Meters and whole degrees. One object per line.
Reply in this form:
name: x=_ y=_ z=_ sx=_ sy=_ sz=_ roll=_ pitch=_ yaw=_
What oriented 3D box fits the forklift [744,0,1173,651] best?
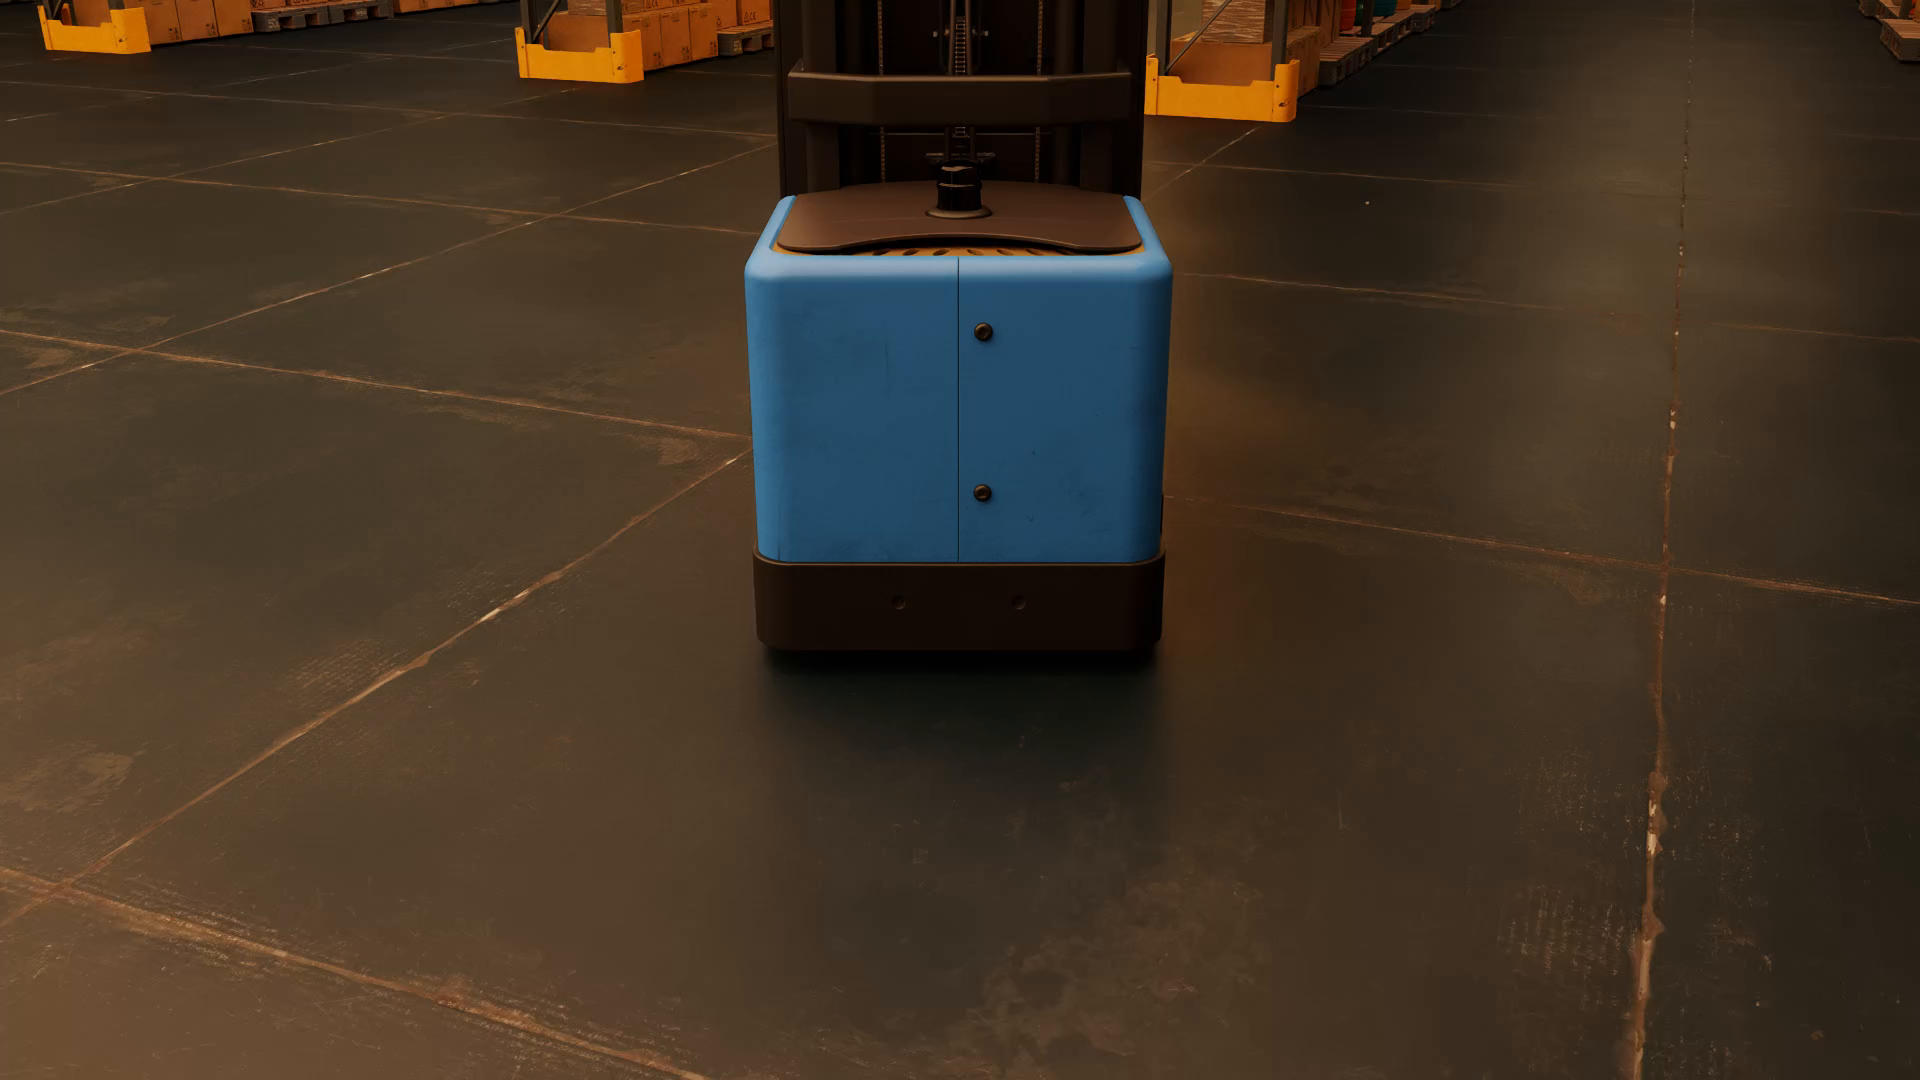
forklift: x=0.002 y=-1.587 z=5.089 sx=1.130 sy=2.935 sz=3.031 roll=0 pitch=23 yaw=0
